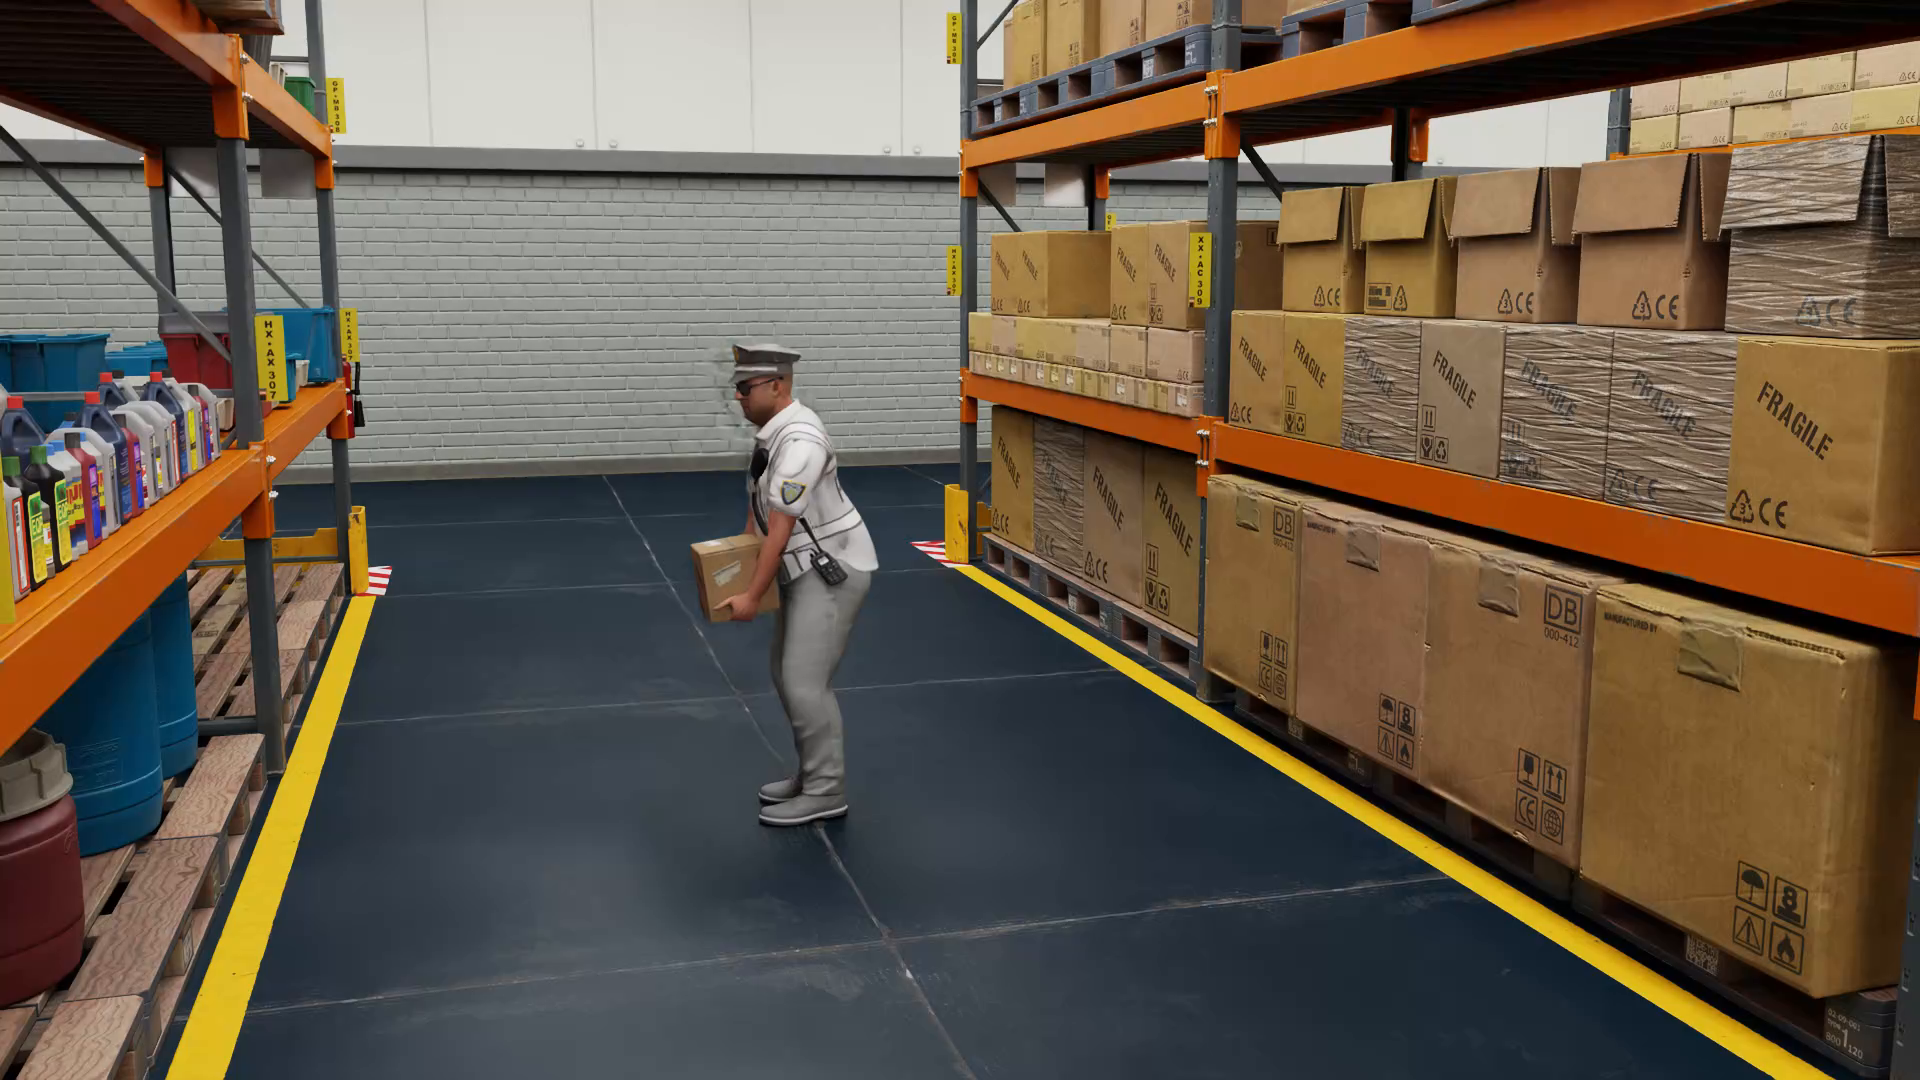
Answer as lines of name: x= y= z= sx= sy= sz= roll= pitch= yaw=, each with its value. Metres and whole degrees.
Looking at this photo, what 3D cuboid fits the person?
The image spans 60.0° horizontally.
person: x=-0.604 y=0.156 z=6.009 sx=0.604 sy=1.722 sz=0.478 roll=-3 pitch=10 yaw=-17
